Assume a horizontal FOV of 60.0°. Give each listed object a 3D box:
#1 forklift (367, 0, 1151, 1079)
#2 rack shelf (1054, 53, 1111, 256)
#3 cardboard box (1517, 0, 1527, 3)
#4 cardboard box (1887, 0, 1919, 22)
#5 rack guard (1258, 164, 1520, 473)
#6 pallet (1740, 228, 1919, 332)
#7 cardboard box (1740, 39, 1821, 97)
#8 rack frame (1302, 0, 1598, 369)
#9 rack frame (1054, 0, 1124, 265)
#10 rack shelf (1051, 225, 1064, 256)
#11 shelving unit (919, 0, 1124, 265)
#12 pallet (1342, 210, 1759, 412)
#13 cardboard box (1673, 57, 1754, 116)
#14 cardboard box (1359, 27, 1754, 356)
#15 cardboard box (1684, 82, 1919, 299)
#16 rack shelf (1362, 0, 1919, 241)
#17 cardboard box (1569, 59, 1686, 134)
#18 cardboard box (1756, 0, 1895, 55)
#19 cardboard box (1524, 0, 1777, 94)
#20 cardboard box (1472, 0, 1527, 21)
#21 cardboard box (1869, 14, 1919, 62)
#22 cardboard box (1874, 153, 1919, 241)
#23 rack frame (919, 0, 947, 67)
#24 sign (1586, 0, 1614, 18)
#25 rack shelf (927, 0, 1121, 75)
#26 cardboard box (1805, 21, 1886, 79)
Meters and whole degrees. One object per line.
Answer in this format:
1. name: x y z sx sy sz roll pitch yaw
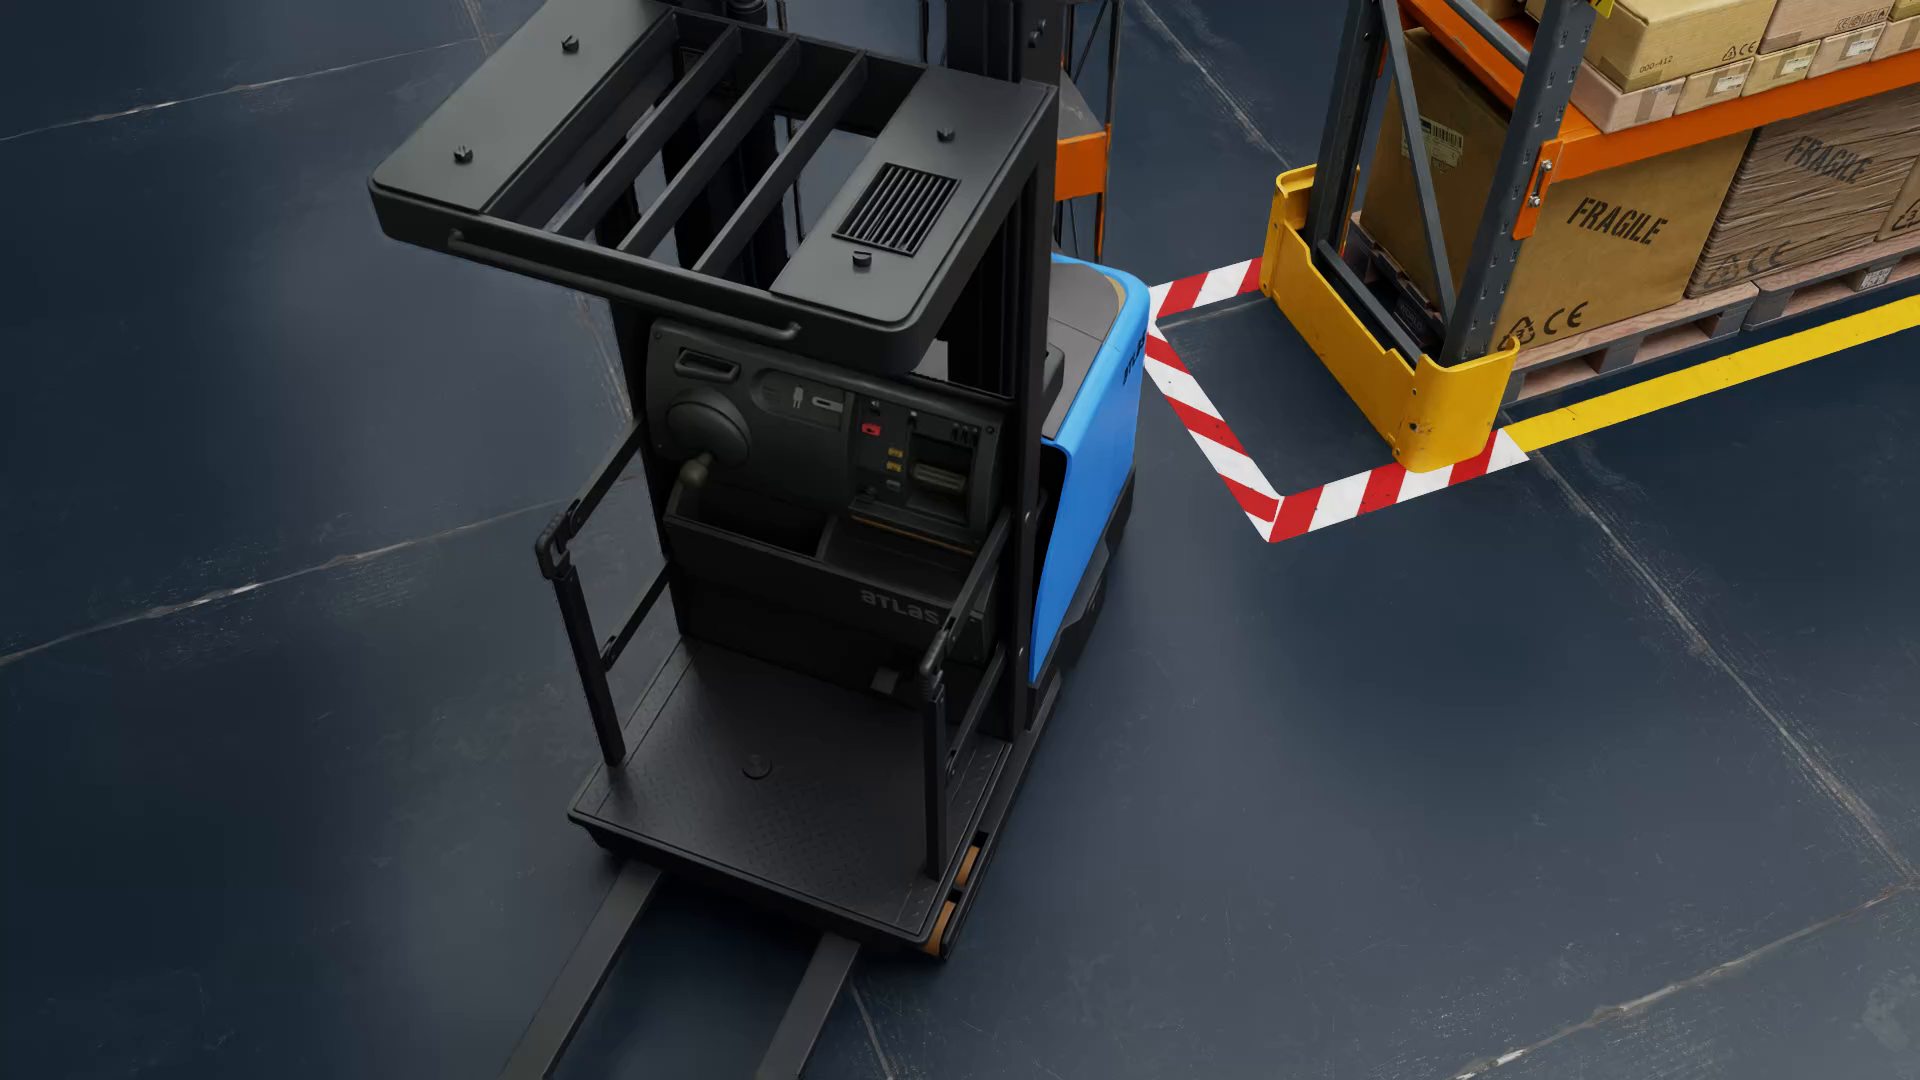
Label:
1. forklift: -0.424 -0.146 3.944 1.130 2.935 3.031 17 51 14
2. rack shelf: 0.175 -1.206 5.420 0.480 0.518 0.431 -14 51 -12
3. cardboard box: 1.918 -2.041 5.428 0.500 0.250 0.500 -18 52 -15
4. cardboard box: 3.062 -1.959 5.358 0.500 0.250 0.500 -19 52 -15
5. rack guard: 1.548 -0.846 6.147 0.348 0.500 1.175 -17 52 -14
6. pallet: 3.408 -1.390 6.805 1.213 0.211 1.003 -17 52 -14
7. cardboard box: 2.497 -1.604 5.316 0.250 0.149 0.380 -18 52 -15
8. rack frame: 1.570 -1.668 5.205 0.127 3.000 1.000 -17 52 -14
9. rack frame: 0.407 -1.273 5.459 0.015 2.100 0.400 -14 51 -12
10. rack shelf: 0.175 -0.750 5.951 0.480 0.518 0.431 -14 51 -12
11. shelving unit: 0.175 -1.215 5.410 0.503 2.100 0.431 -14 51 -12
12. pallet: 2.281 -1.043 6.507 1.213 0.211 1.003 -17 52 -14
13. cardboard box: 2.260 -1.530 5.253 0.250 0.149 0.380 -18 52 -15
14. cardboard box: 2.132 -1.352 6.058 0.875 0.875 0.875 -17 52 -14
15. cardboard box: 2.975 -1.613 6.282 0.875 0.875 0.875 -17 52 -14
16. rack shelf: 3.421 -2.007 5.971 4.000 0.370 1.077 -17 52 -14
17. cardboard box: 2.023 -1.456 5.189 0.250 0.149 0.380 -17 51 -14
18. cardboard box: 2.595 -1.817 5.236 0.500 0.250 0.500 -18 52 -15
19. cardboard box: 2.116 -1.664 5.104 0.500 0.250 0.500 -18 52 -15
20. cardboard box: 1.775 -1.919 5.587 0.250 0.149 0.380 -16 51 -14
21. cardboard box: 2.974 -1.752 5.443 0.250 0.149 0.380 -18 52 -15
22. cardboard box: 3.799 -1.868 6.501 0.875 0.875 0.875 -17 52 -14
23. rack frame: -0.057 -1.157 5.360 0.015 2.100 0.400 -14 51 -12
24. sign: 1.774 -1.584 4.510 0.005 0.325 0.100 -17 52 -14
25. rack shelf: 0.175 -1.663 4.889 0.480 0.518 0.431 -14 51 -12
26. cardboard box: 2.738 -1.680 5.381 0.250 0.149 0.380 -18 52 -15
